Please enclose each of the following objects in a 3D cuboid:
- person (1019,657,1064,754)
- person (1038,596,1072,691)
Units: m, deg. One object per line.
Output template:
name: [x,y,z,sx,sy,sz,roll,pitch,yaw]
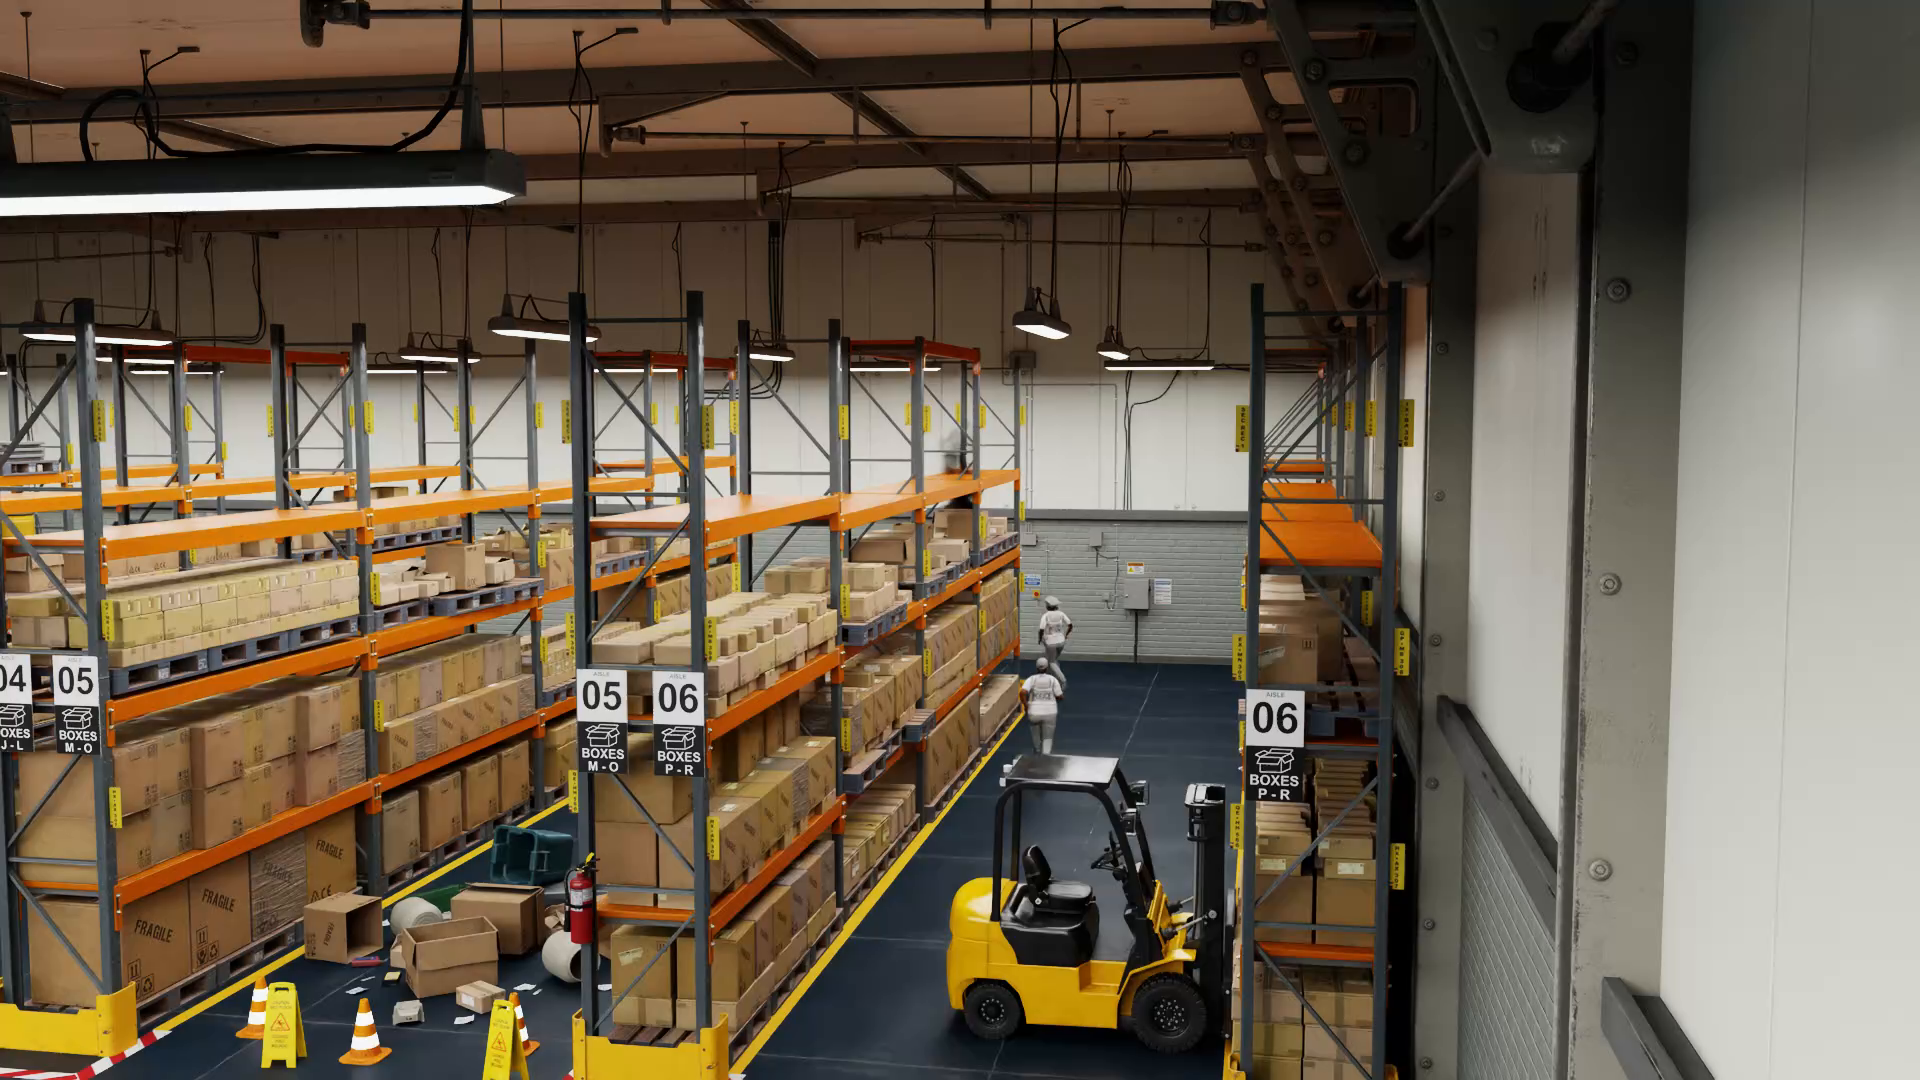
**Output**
person: [1.138,2.427,23.148,0.610,1.586,0.930,0,5,5]
person: [1.623,1.789,28.847,0.625,1.652,0.587,-2,5,-28]
